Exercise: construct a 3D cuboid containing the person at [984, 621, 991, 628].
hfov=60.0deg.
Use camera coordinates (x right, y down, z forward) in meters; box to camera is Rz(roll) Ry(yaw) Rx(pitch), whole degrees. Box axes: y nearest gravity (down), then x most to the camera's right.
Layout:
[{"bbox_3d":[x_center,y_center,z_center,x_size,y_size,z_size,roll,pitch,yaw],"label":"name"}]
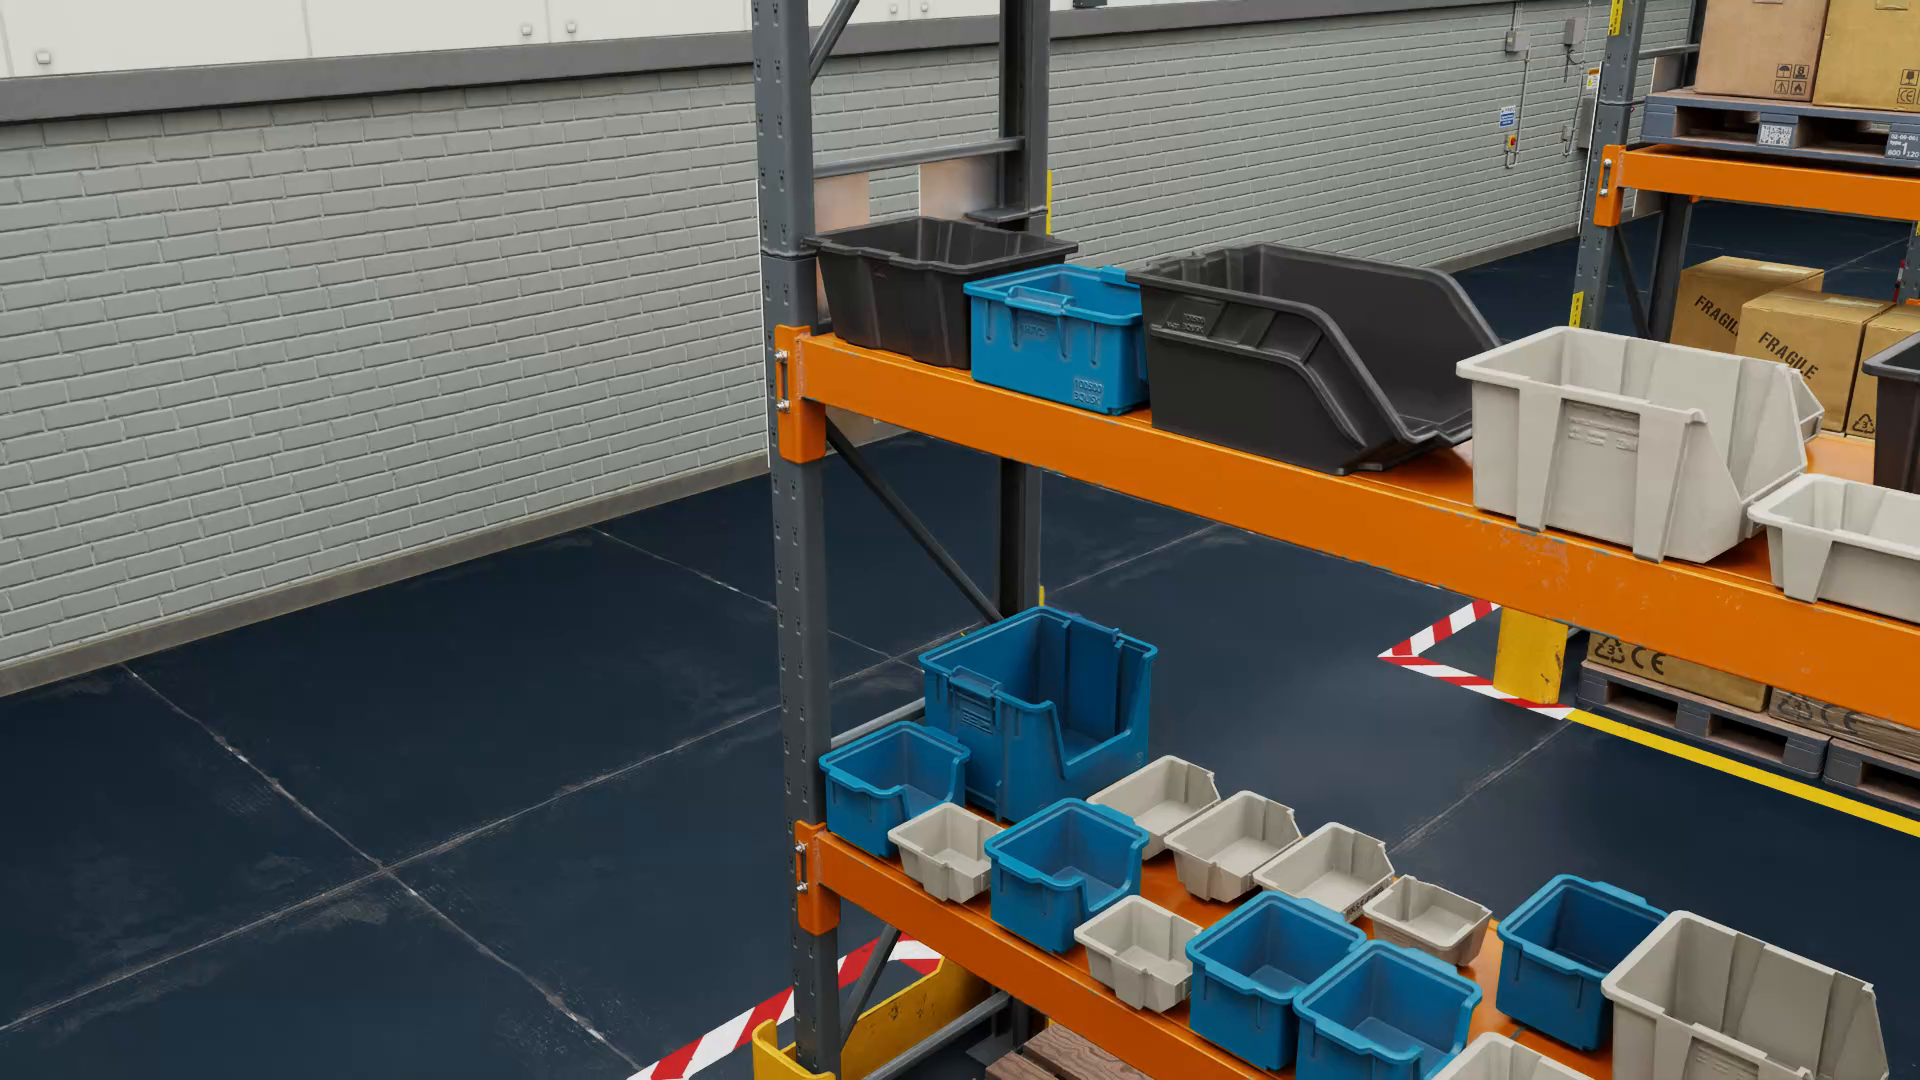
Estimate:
[{"bbox_3d":[0.366,0.671,7.810,0.449,0.906,0.792,19,28,41],"label":"person"}]
